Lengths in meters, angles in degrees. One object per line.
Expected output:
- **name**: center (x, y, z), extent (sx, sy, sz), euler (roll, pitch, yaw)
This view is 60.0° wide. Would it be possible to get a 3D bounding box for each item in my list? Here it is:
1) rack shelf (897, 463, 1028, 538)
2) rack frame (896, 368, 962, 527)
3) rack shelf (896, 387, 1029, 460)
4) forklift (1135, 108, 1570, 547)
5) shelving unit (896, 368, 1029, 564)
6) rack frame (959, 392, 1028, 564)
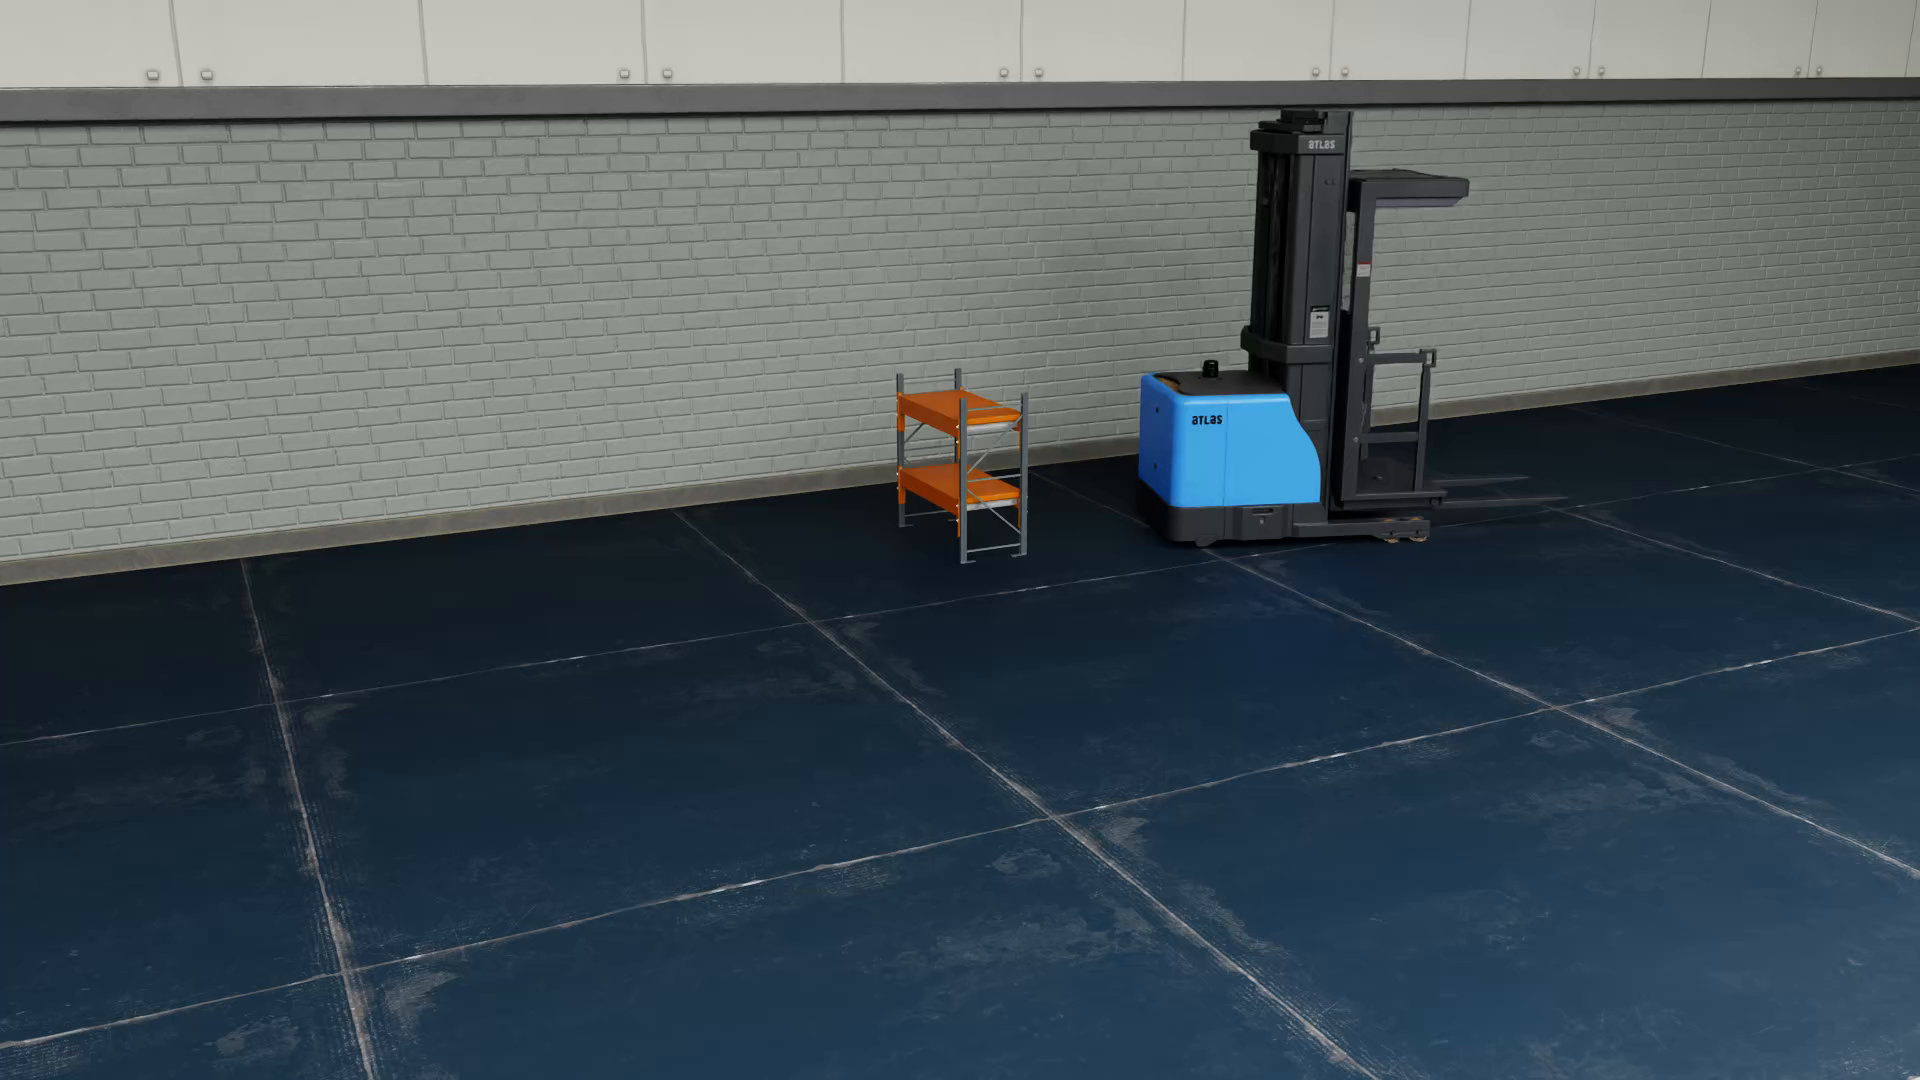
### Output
- **rack shelf**: center (0.003, -0.304, 11.657), extent (0.538, 0.278, 1.000), euler (-8, 18, -25)
- **rack frame**: center (-0.220, -0.665, 12.029), extent (0.500, 1.125, 0.032), euler (-8, 18, -25)
- **rack shelf**: center (0.003, -0.820, 11.509), extent (0.538, 0.278, 1.000), euler (-8, 18, -25)
- **forklift**: center (2.864, -1.530, 11.768), extent (3.031, 2.935, 1.130), euler (-2, 16, -8)
- **shelving unit**: center (0.003, -0.539, 11.590), extent (0.538, 1.125, 1.048), euler (-8, 18, -25)
- **rack frame**: center (0.226, -0.413, 11.150), extent (0.500, 1.125, 0.032), euler (-8, 18, -25)
